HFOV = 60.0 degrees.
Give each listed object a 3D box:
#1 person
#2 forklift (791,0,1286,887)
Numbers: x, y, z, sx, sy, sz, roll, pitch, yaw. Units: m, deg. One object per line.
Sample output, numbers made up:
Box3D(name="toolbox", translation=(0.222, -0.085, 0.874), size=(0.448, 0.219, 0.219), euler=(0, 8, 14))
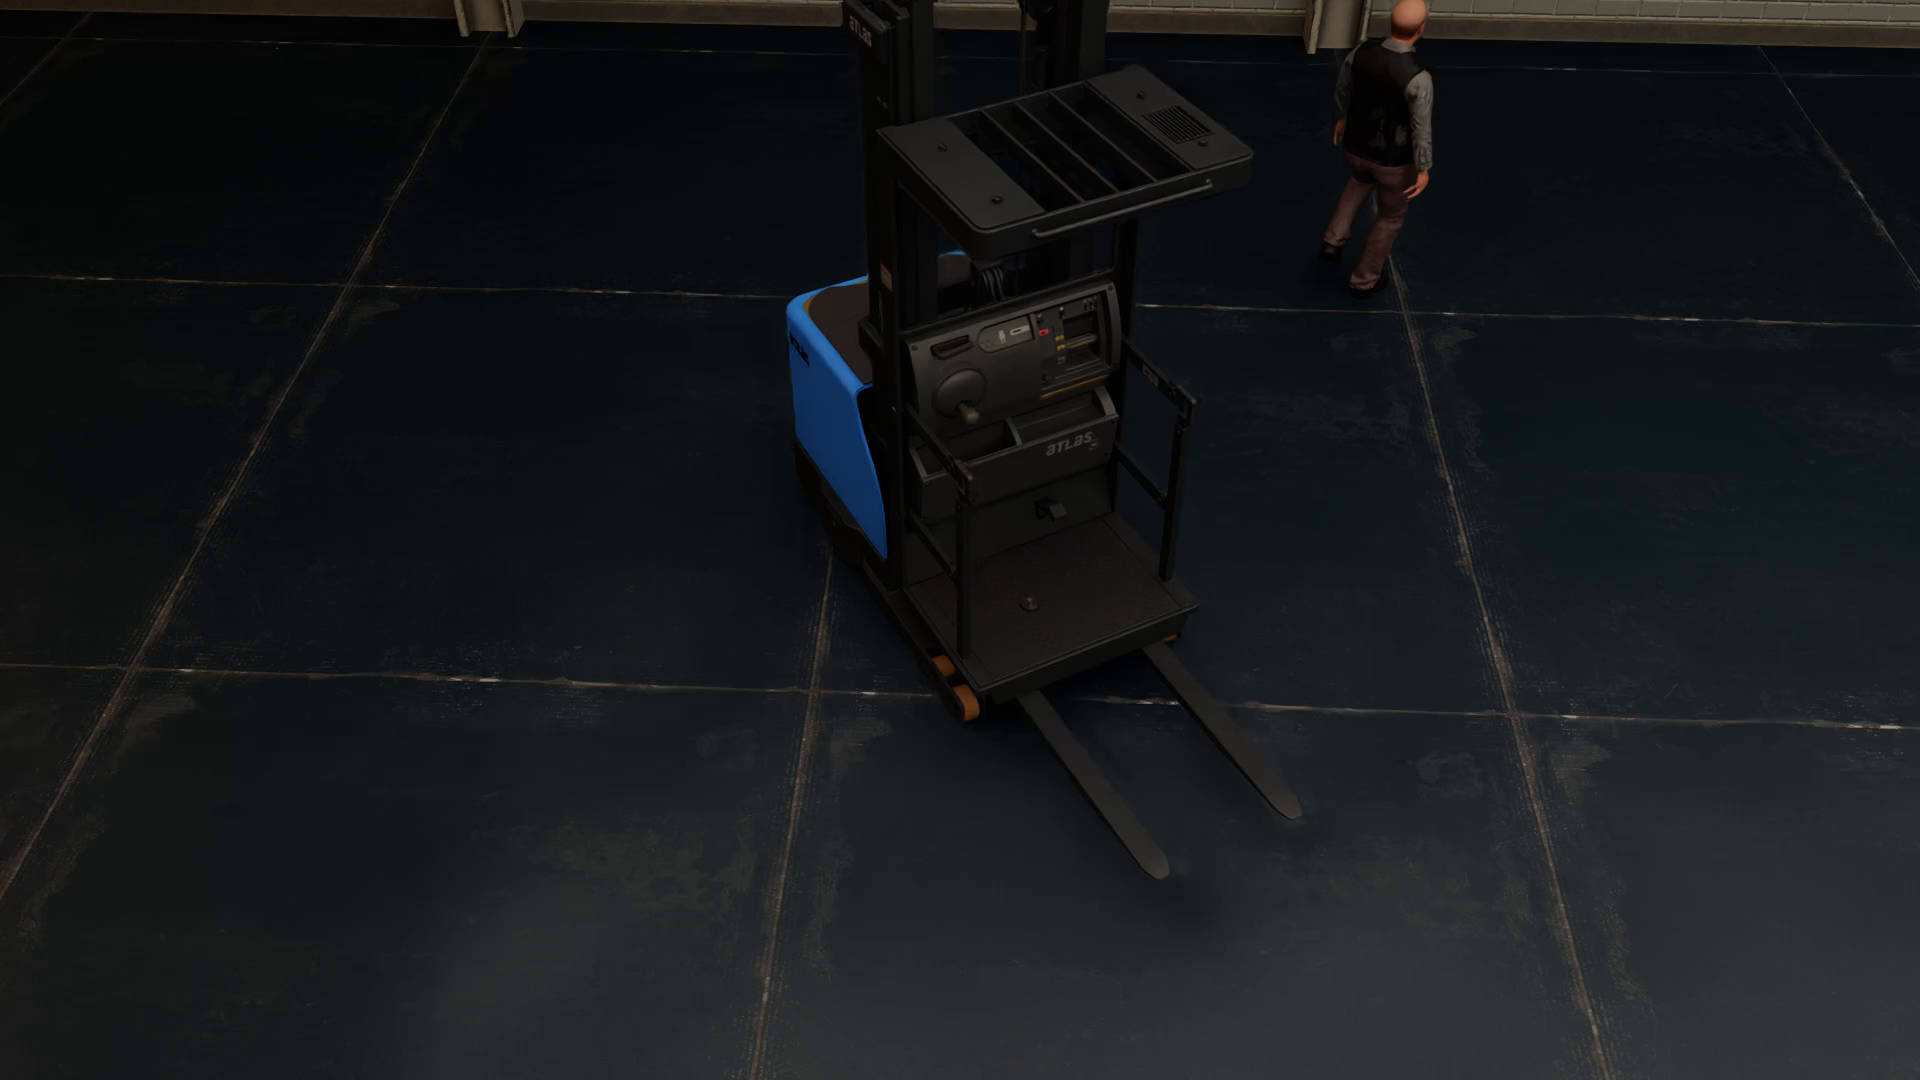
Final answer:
Box3D(name="person", translation=(2.319, -2.135, 8.993), size=(0.483, 1.705, 0.655), euler=(-33, 52, -31))
Box3D(name="forklift", translation=(0.304, -0.650, 6.454), size=(1.130, 2.935, 3.031), euler=(-18, 45, -18))
